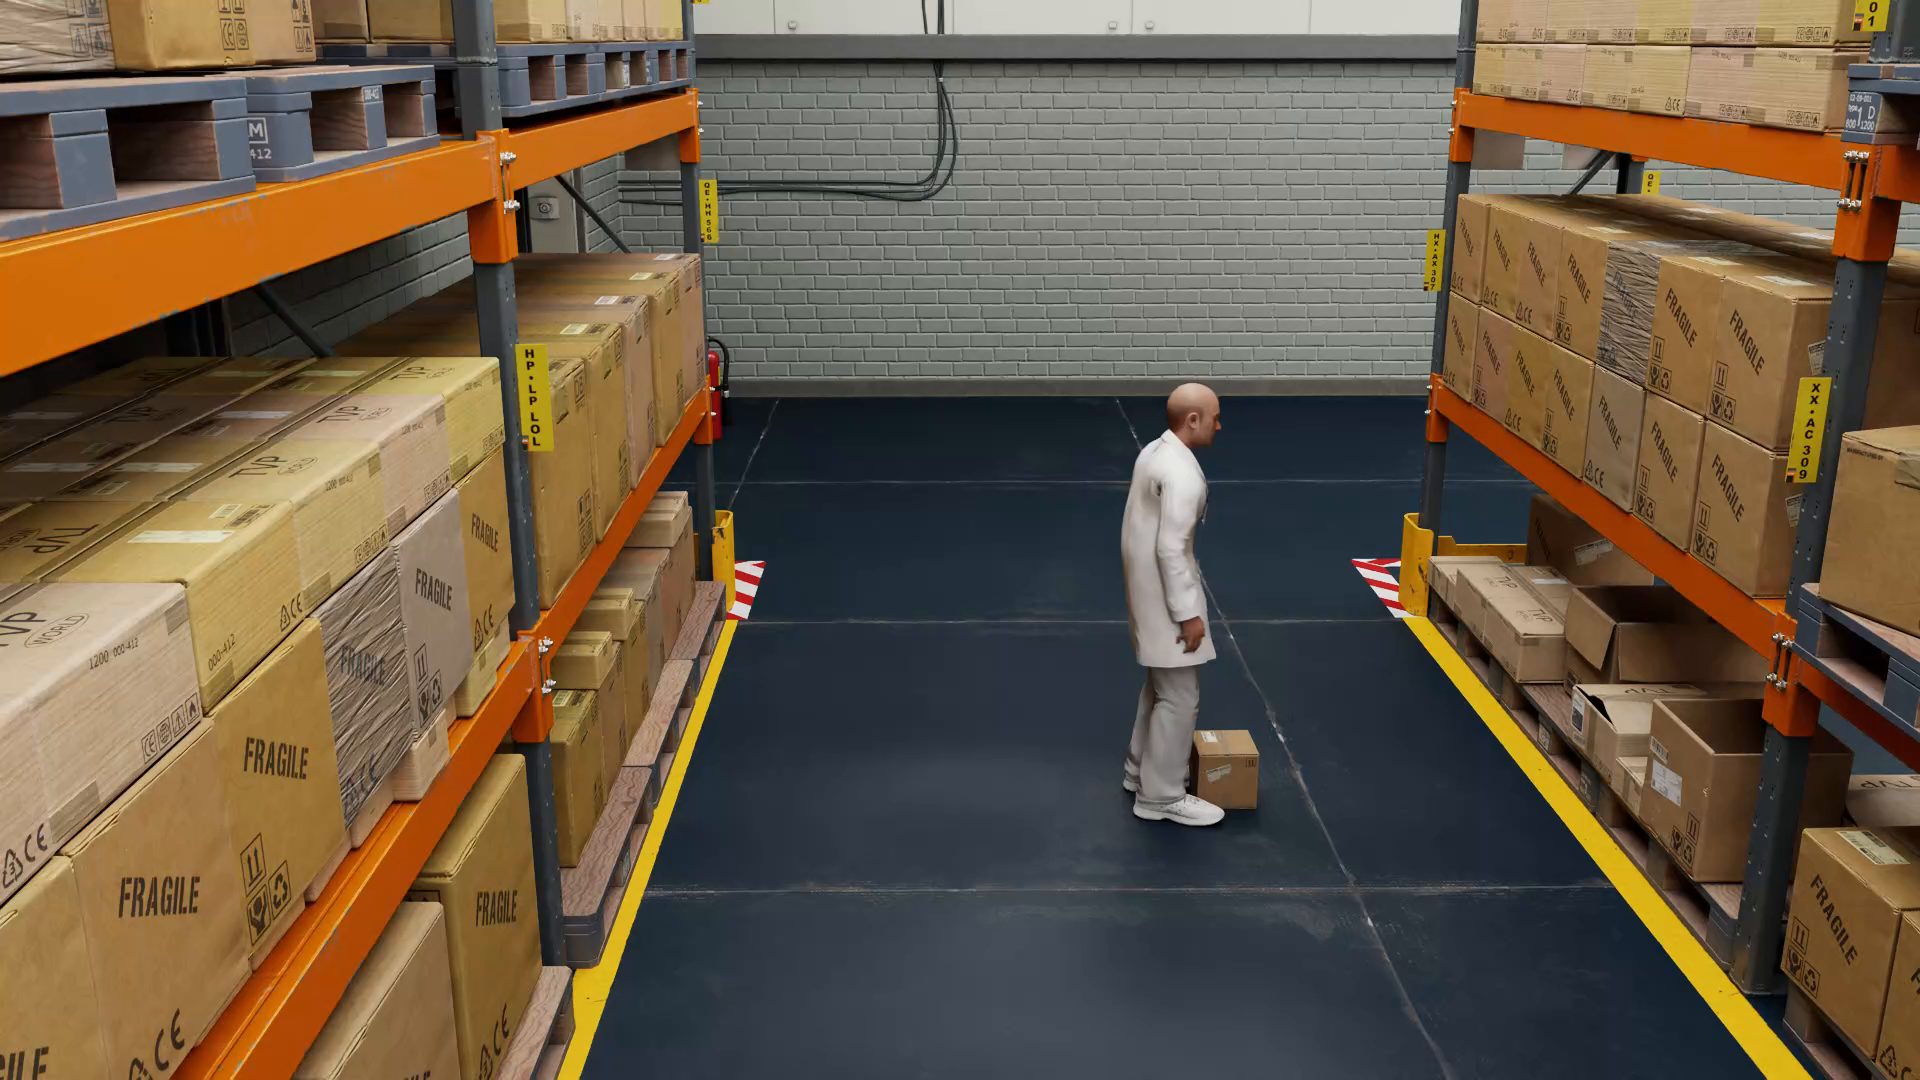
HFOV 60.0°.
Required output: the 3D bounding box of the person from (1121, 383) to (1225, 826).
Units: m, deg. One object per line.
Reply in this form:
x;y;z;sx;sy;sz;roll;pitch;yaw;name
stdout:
0.864;0.240;6.777;0.417;1.774;0.650;0;17;-2;person
